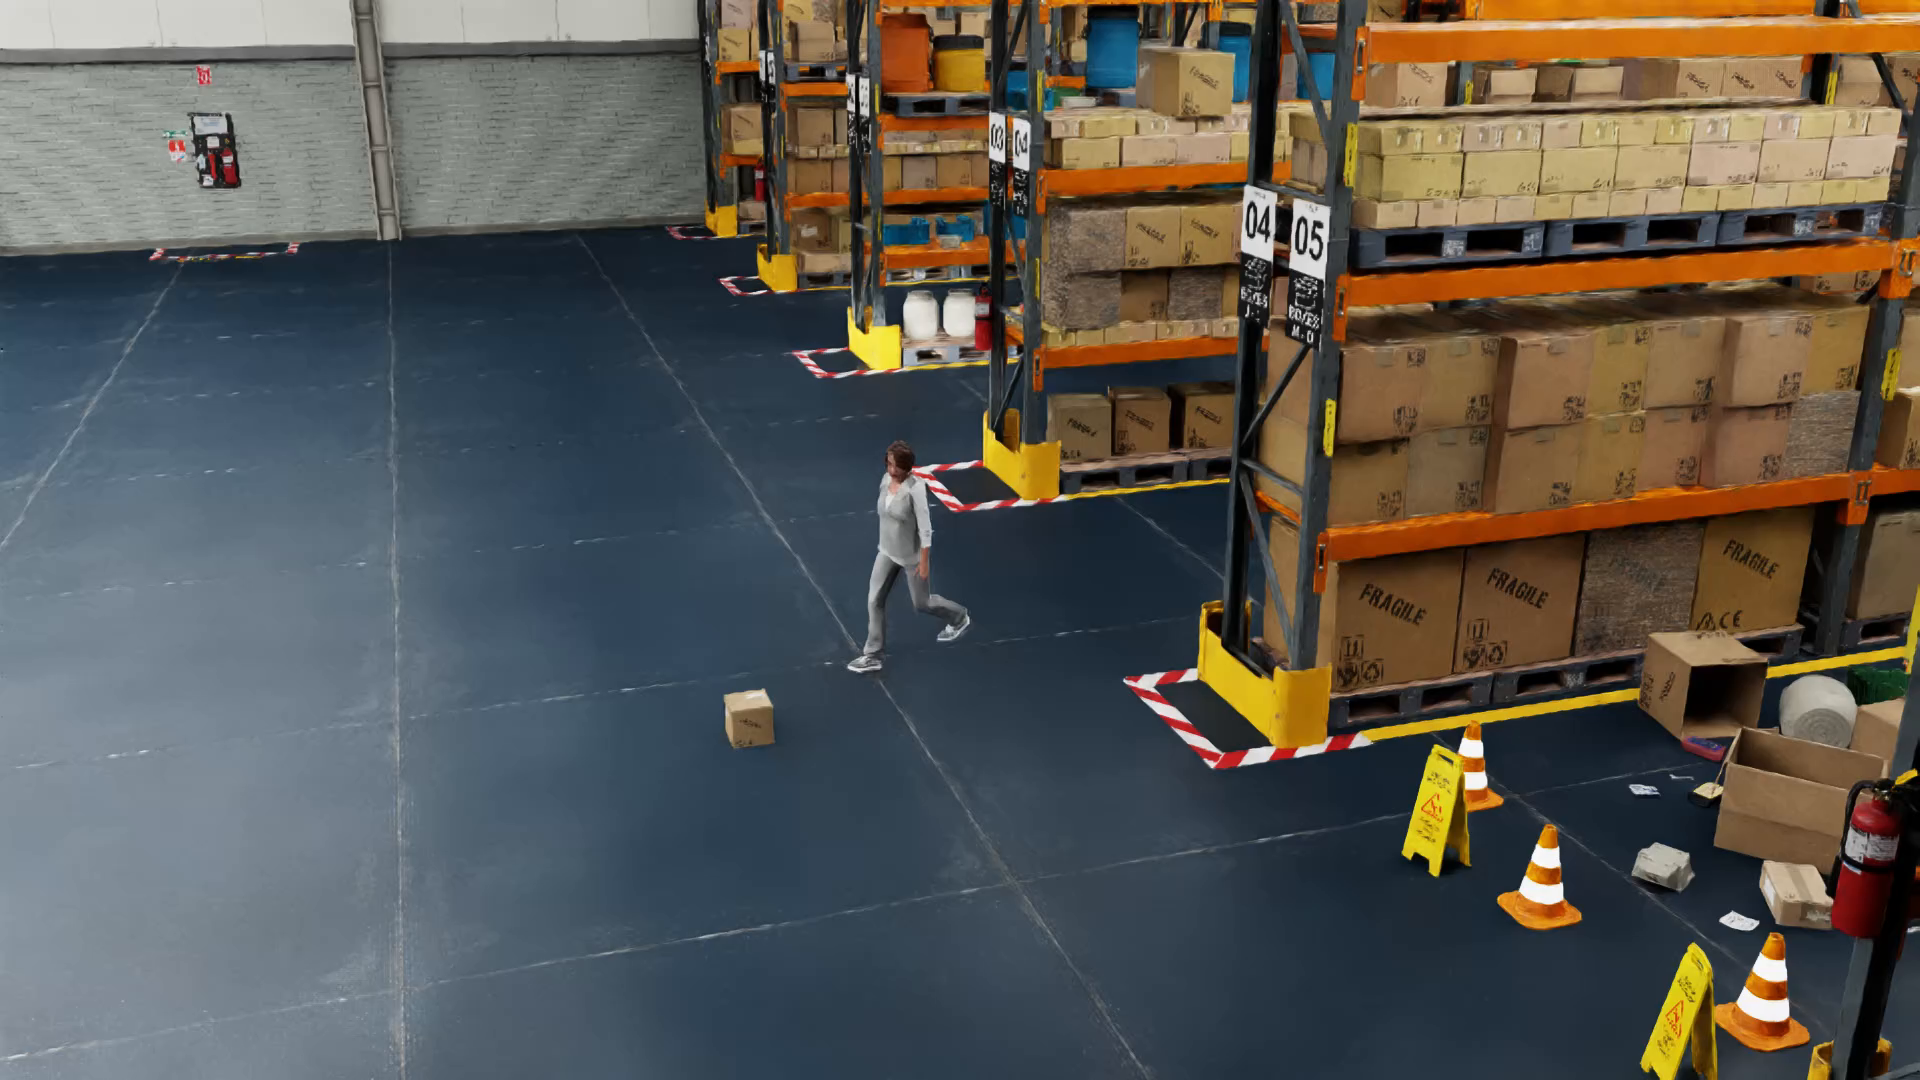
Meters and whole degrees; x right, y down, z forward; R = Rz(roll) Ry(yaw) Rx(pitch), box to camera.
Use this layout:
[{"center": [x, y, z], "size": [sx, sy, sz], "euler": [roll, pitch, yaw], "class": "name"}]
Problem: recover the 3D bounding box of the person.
[{"center": [-0.344, 0.076, 10.903], "size": [0.490, 1.547, 0.931], "euler": [17, 26, 39], "class": "person"}]
